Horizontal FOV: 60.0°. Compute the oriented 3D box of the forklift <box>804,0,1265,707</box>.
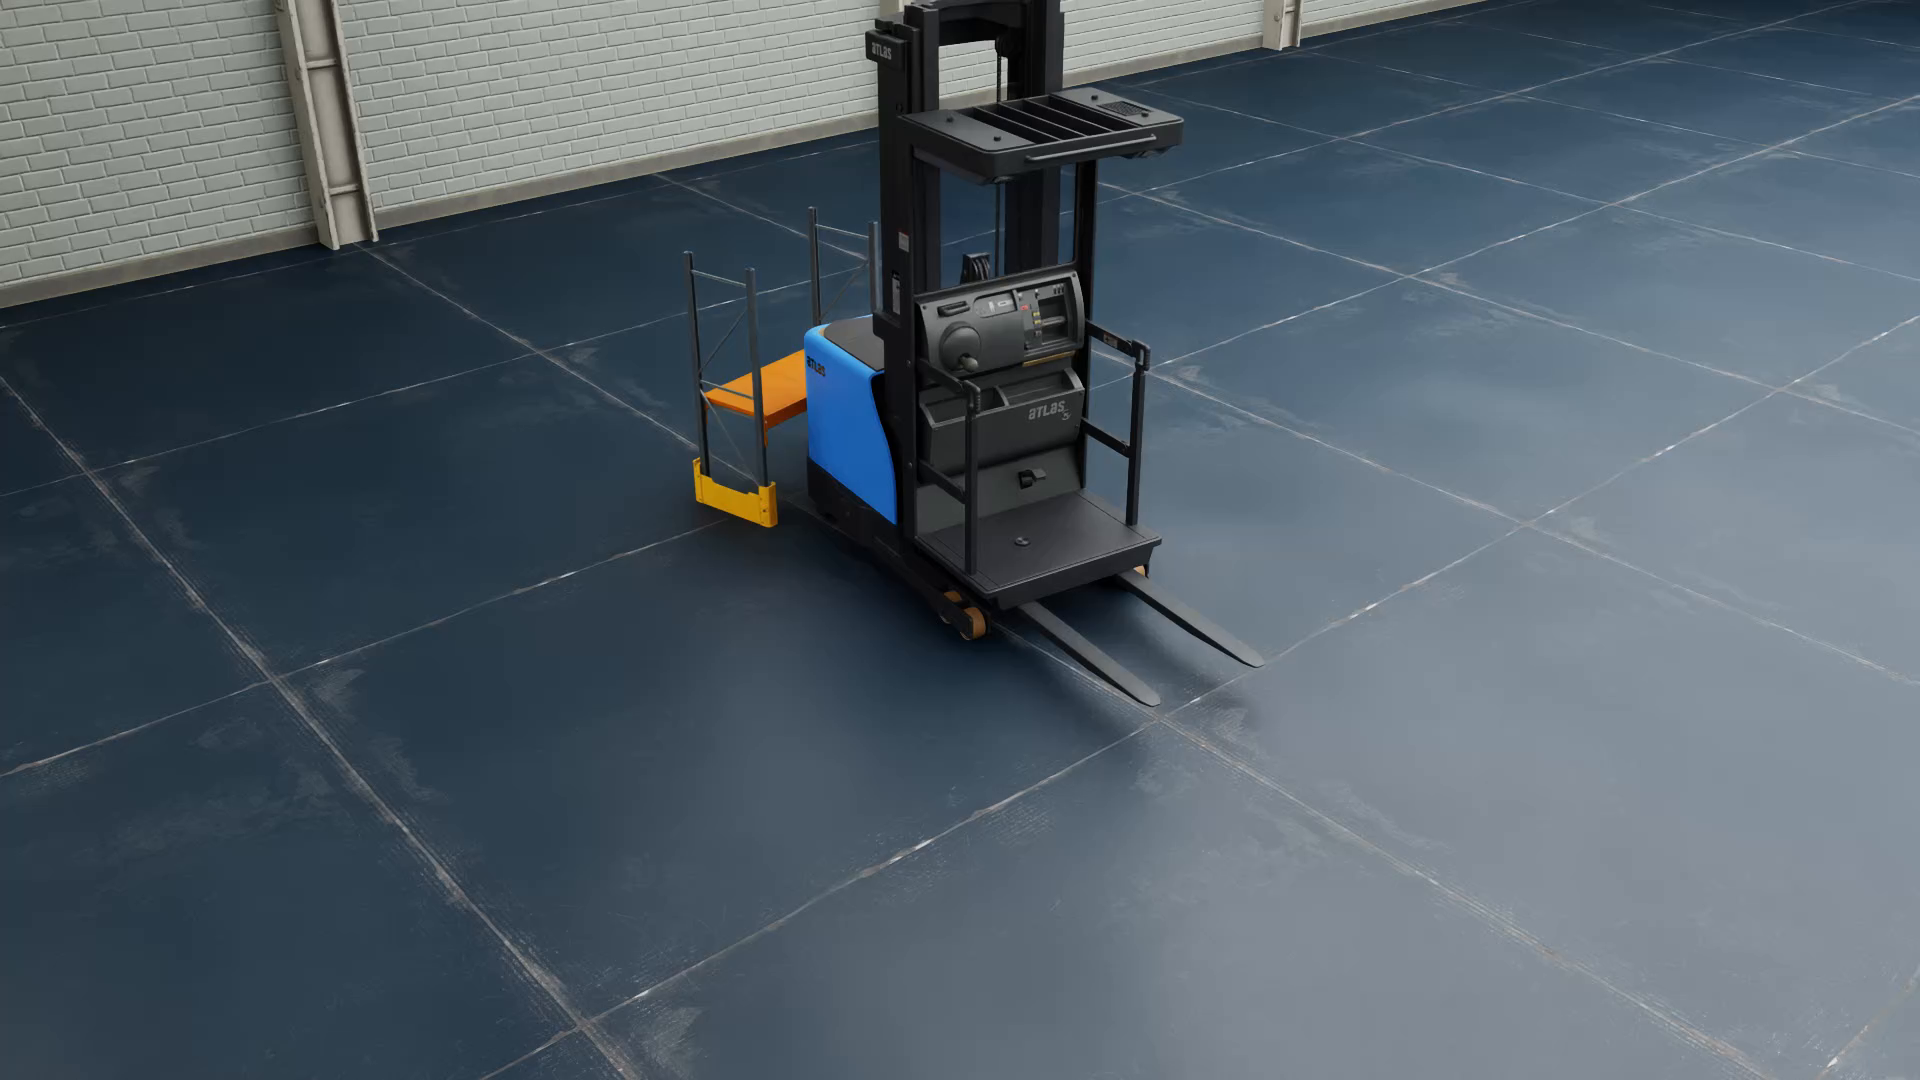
[{"bbox_3d":[0.331,-1.043,8.093,1.130,2.935,3.031,-16,32,-28],"label":"forklift"}]

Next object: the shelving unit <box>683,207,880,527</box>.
[{"bbox_3d":[-0.987,-1.014,9.557,0.587,1.500,1.083,19,34,32],"label":"shelving unit"}]

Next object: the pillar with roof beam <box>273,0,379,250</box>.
[{"bbox_3d":[-2.330,-4.934,8.935,0.400,9.000,9.100,-22,35,-35],"label":"pillar with roof beam"}]

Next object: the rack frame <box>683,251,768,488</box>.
[{"bbox_3d":[-1.285,-0.826,9.204,0.500,1.500,0.032,19,34,32],"label":"rack frame"}]

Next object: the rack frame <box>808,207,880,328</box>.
[{"bbox_3d":[-0.677,-1.210,9.922,0.500,1.500,0.032,19,34,32],"label":"rack frame"}]

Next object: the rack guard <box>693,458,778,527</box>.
[{"bbox_3d":[-1.284,-0.275,9.499,0.587,0.250,0.087,19,34,32],"label":"rack guard"}]

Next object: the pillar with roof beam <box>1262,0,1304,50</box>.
[{"bbox_3d":[6.799,-8.605,15.805,0.400,9.000,9.100,-22,35,-35],"label":"pillar with roof beam"}]

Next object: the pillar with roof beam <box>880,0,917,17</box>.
[{"bbox_3d":[2.234,-6.770,12.370,0.400,9.000,9.100,-22,35,-35],"label":"pillar with roof beam"}]

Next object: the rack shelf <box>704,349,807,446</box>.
[{"bbox_3d":[-0.981,-0.859,9.648,0.538,0.185,1.000,19,34,32],"label":"rack shelf"}]
